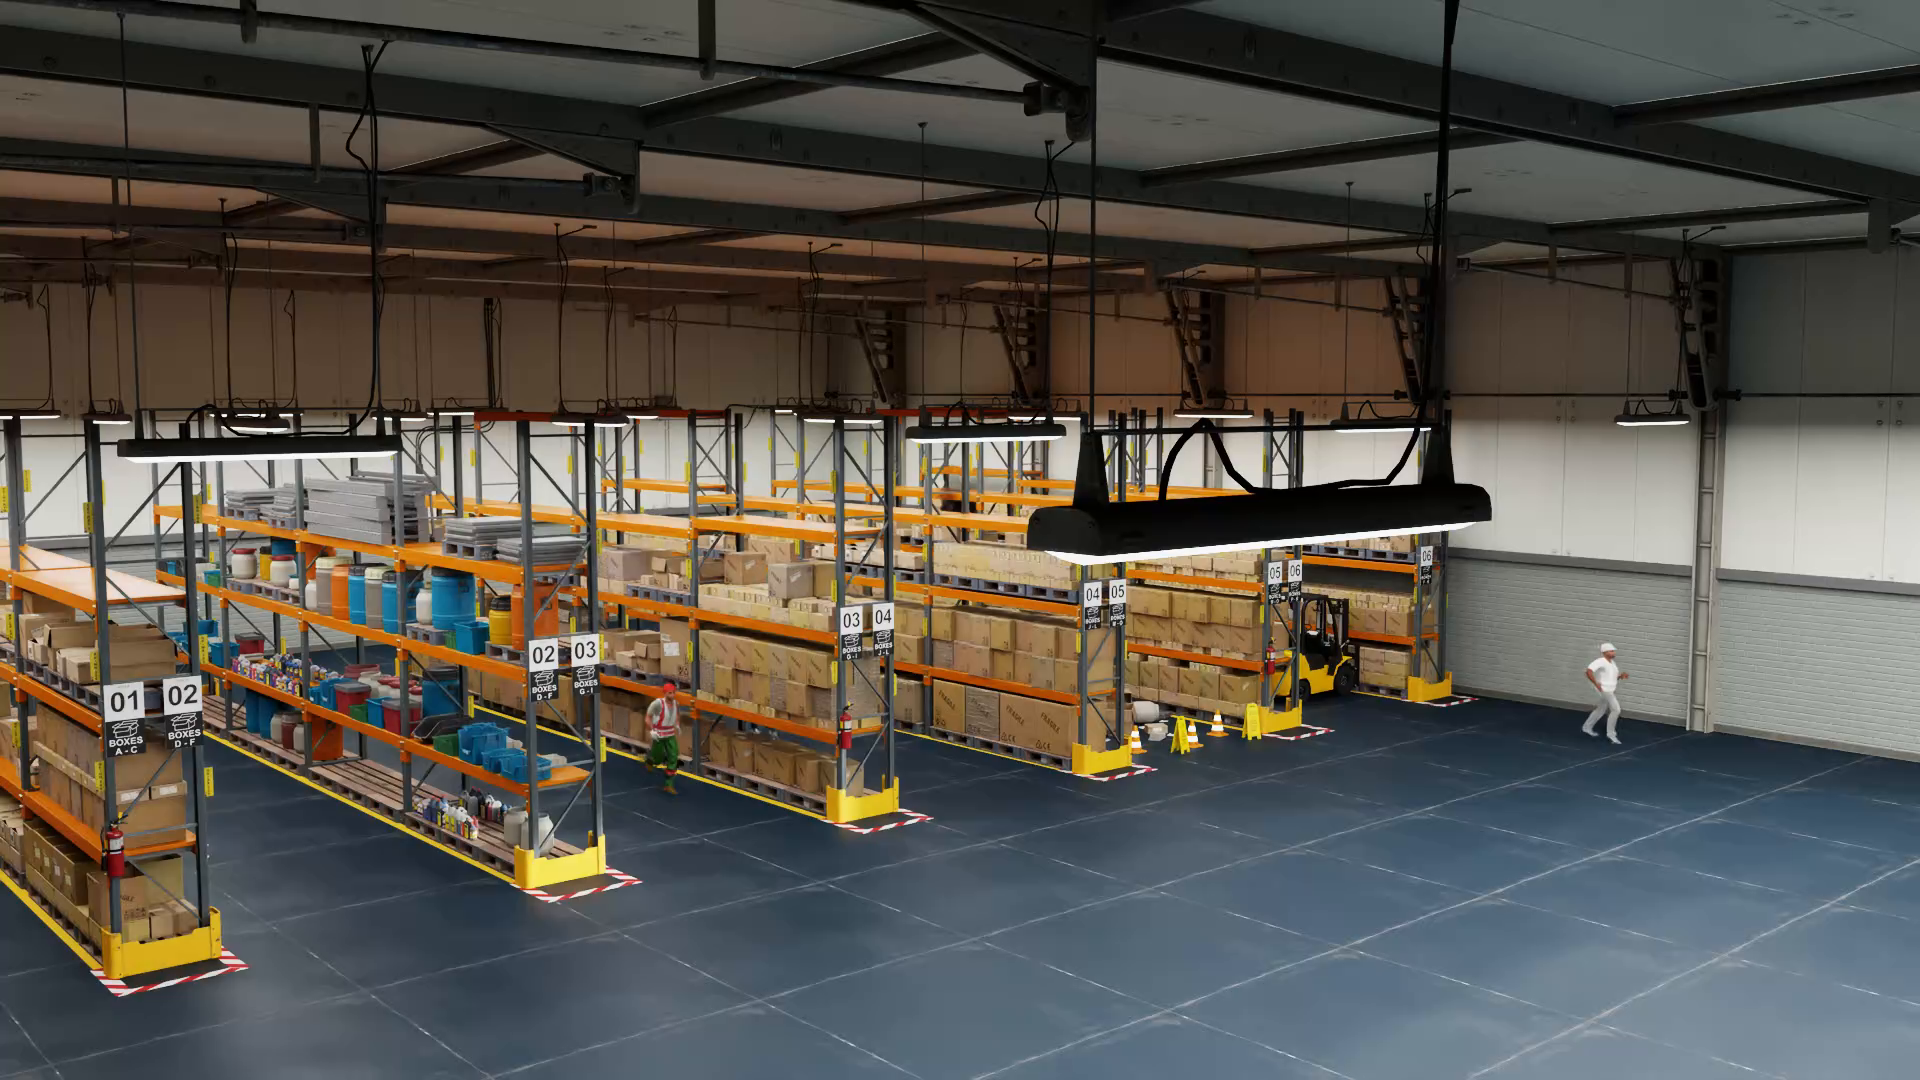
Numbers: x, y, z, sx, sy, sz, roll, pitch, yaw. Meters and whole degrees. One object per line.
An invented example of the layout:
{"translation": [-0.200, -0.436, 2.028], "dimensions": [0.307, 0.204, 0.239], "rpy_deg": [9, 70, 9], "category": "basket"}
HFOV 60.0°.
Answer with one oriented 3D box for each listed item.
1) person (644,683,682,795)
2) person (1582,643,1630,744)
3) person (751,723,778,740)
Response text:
{"translation": [-4.766, 3.143, 26.618], "dimensions": [0.664, 1.768, 0.949], "rpy_deg": [-4, 6, -39], "category": "person"}
{"translation": [11.783, 2.791, 30.362], "dimensions": [0.785, 1.832, 0.674], "rpy_deg": [3, 6, 33], "category": "person"}
{"translation": [-3.574, 2.856, 30.537], "dimensions": [0.504, 1.623, 0.711], "rpy_deg": [-5, 7, -45], "category": "person"}
